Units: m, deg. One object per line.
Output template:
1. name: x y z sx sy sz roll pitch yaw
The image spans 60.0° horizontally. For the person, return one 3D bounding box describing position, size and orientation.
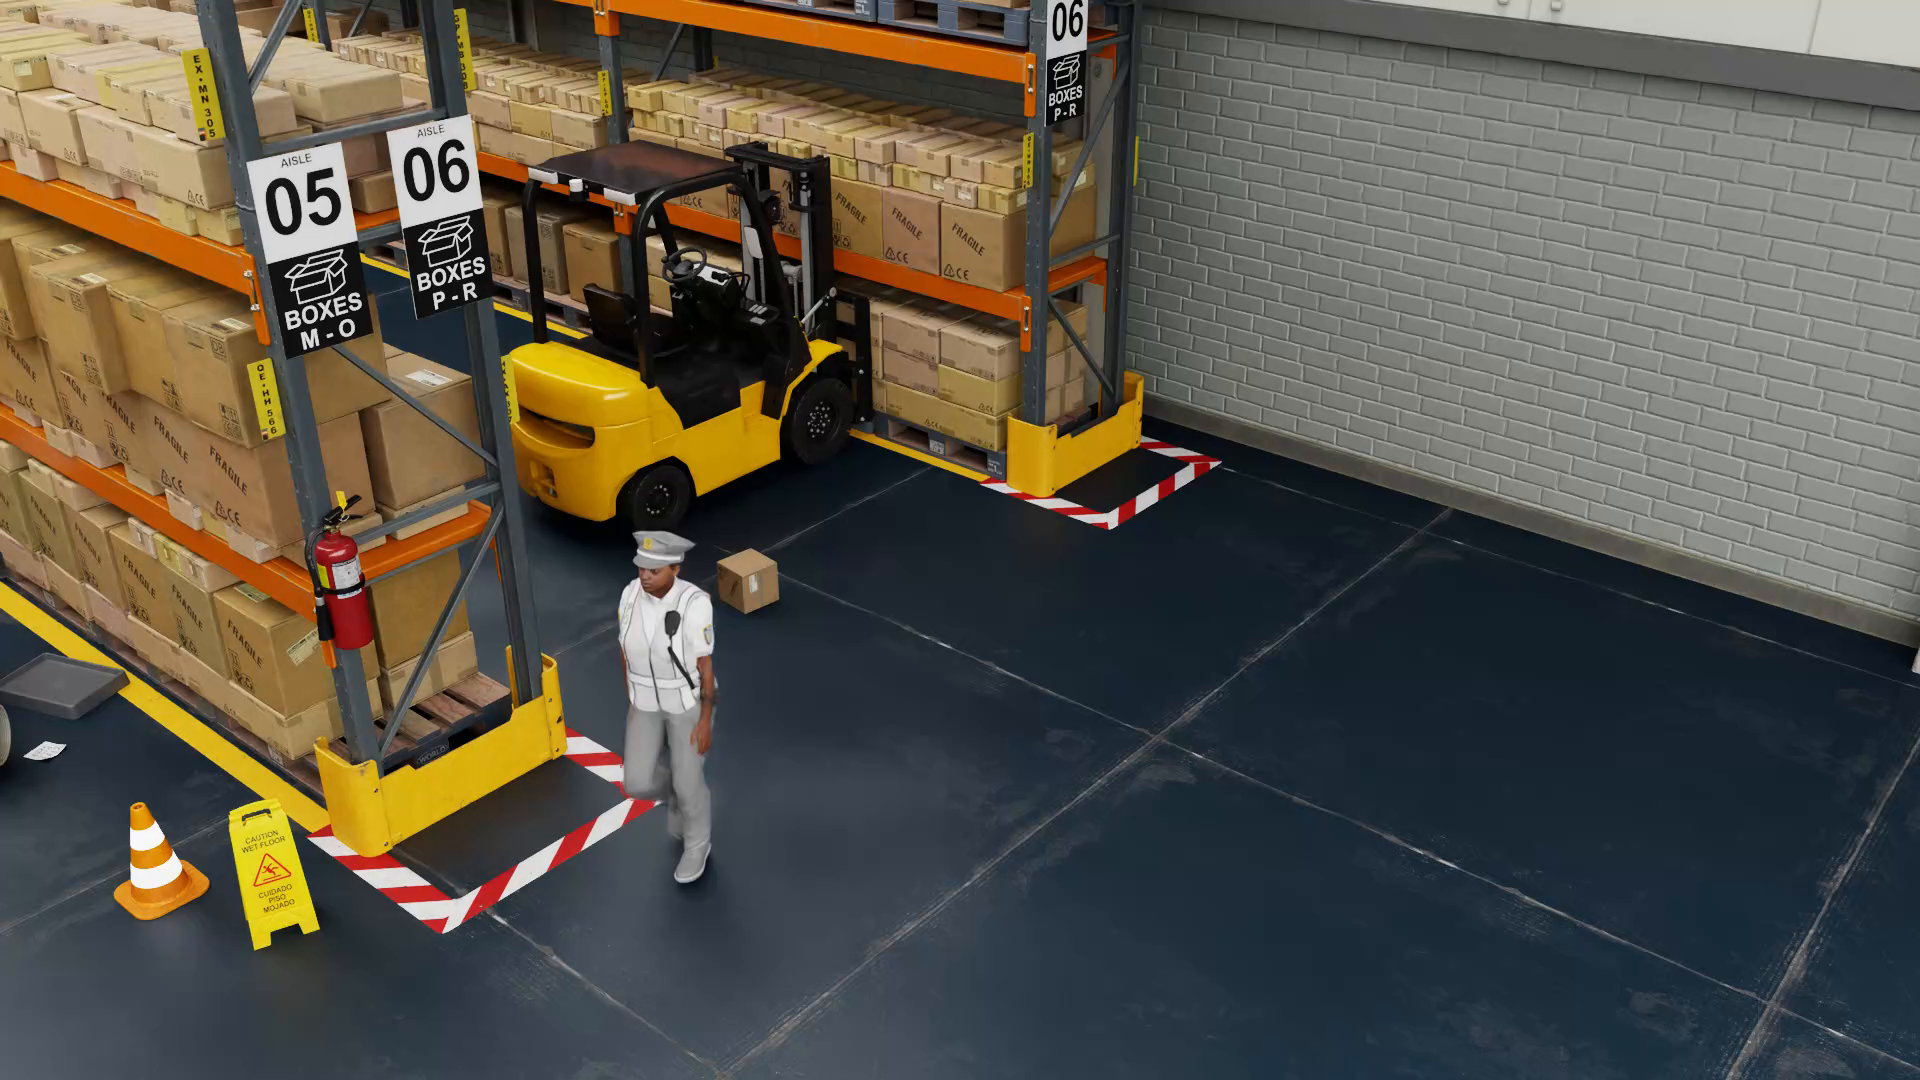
1. person: -1.267 0.718 7.172 0.453 1.692 0.449 7 28 14
